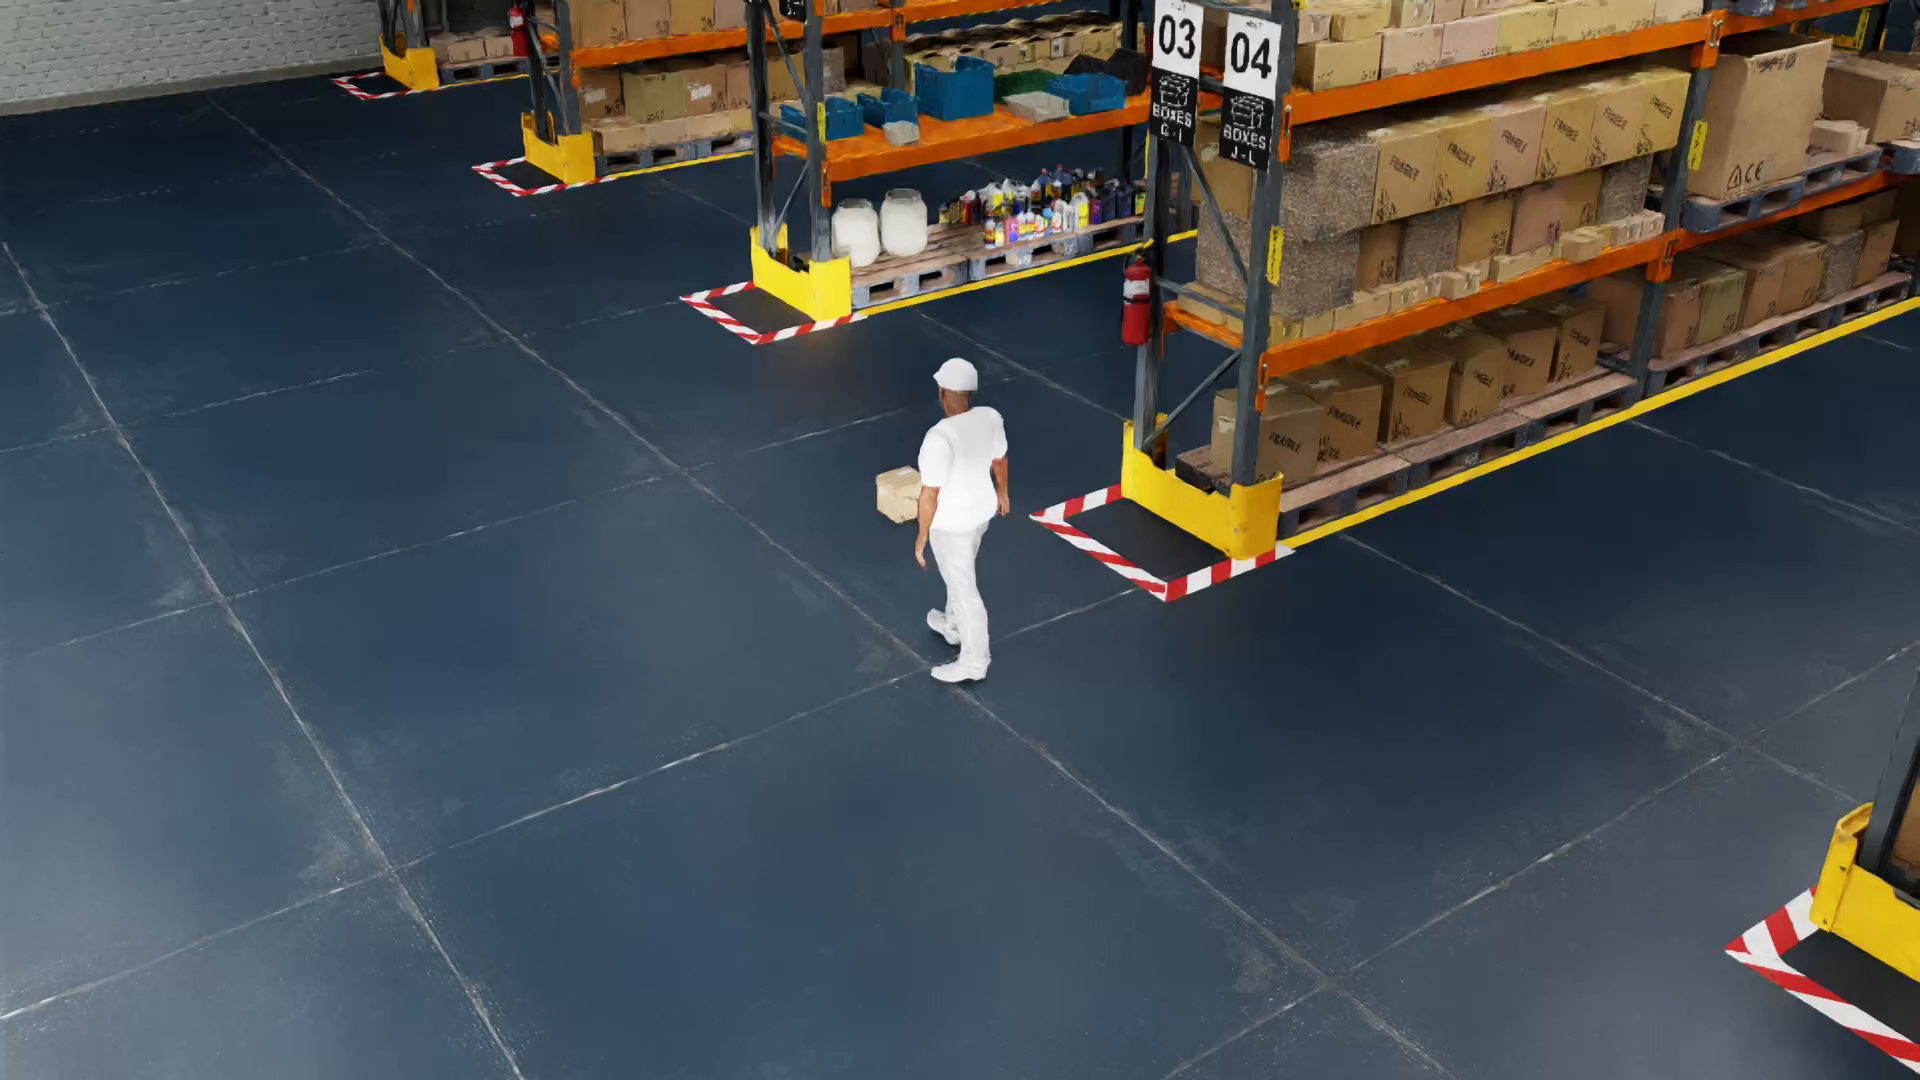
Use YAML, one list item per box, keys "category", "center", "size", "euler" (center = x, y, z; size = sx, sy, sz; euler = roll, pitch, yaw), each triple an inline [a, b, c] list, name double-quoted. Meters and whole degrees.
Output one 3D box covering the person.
- category: "person"
  center: [-0.024, -0.156, 8.867]
  size: [0.631, 1.765, 0.730]
  euler: [19, 34, 31]
